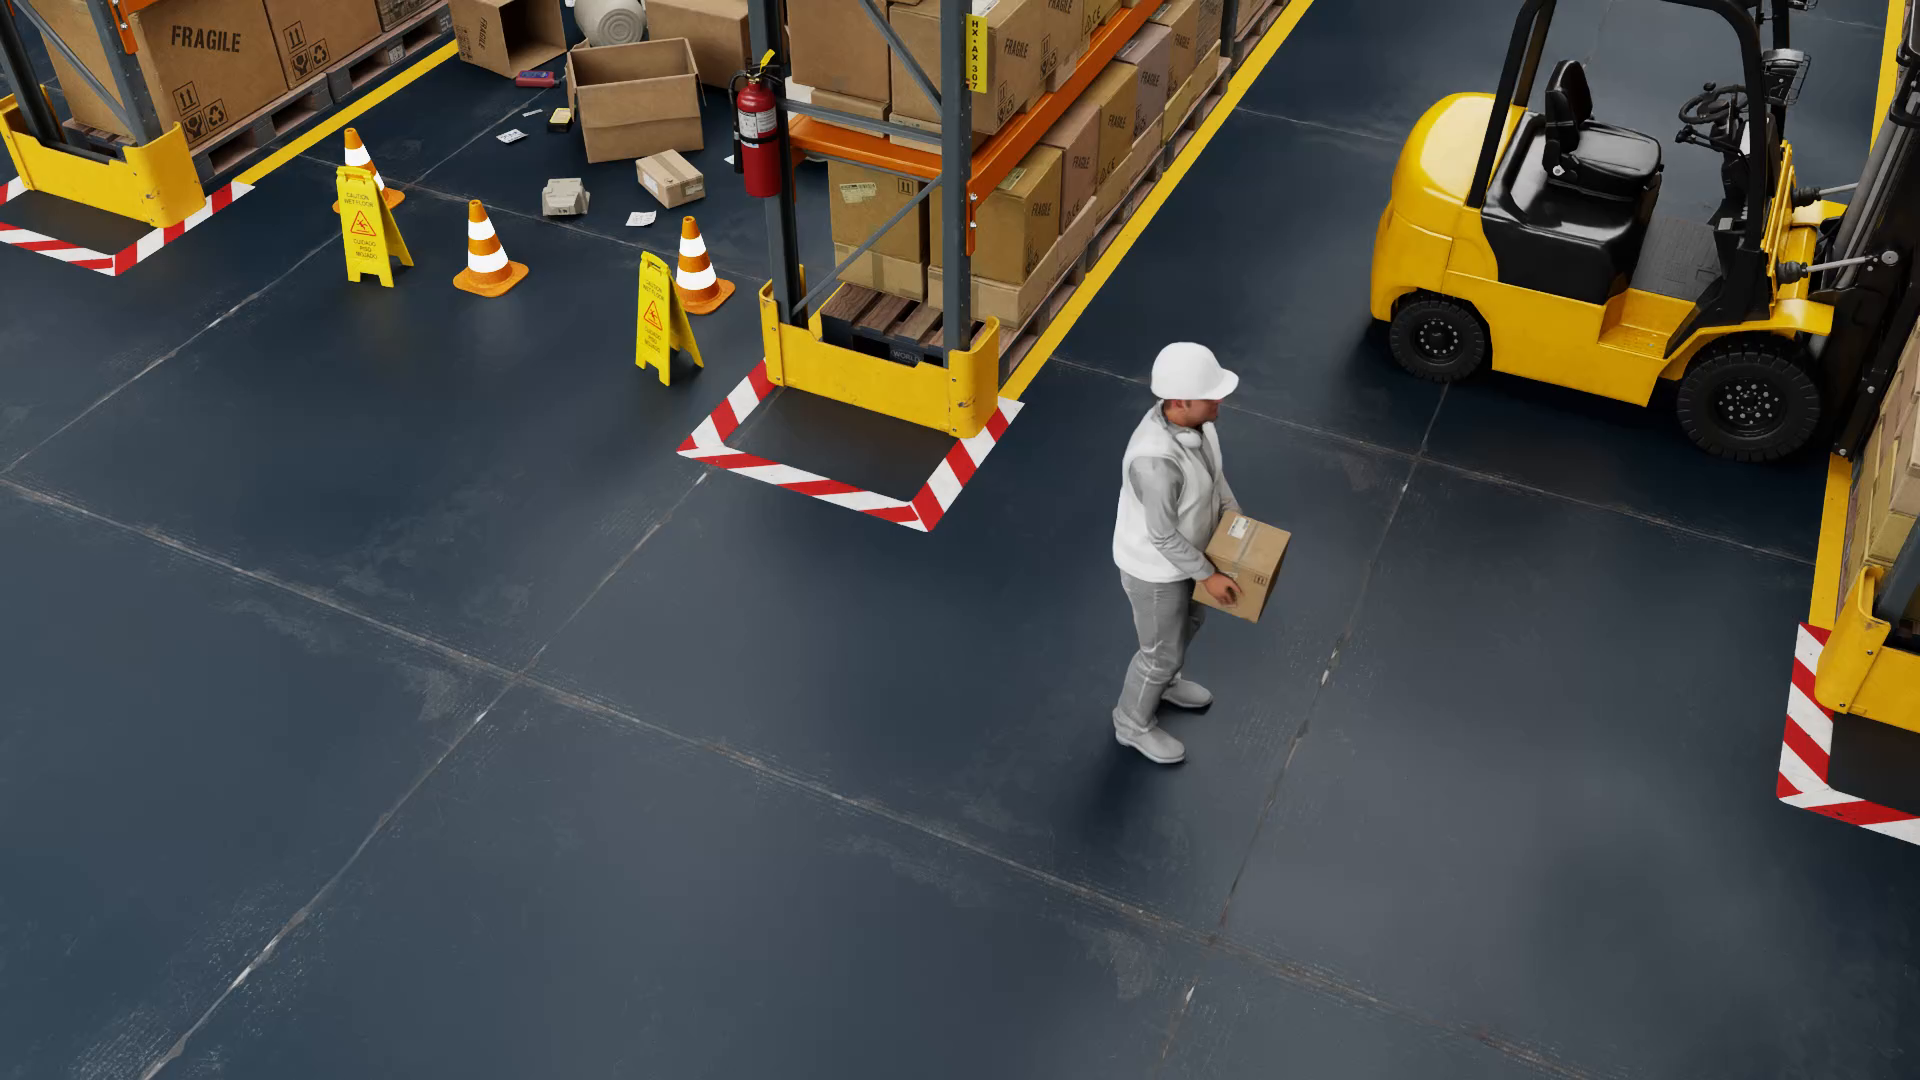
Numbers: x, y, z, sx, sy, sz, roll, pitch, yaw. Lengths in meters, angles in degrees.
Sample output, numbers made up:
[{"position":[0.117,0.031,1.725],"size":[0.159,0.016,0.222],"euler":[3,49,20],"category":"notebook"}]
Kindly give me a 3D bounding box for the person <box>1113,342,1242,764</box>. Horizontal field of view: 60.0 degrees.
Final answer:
[{"position":[0.825,0.046,6.083],"size":[0.513,1.779,0.536],"euler":[17,44,18],"category":"person"}]
